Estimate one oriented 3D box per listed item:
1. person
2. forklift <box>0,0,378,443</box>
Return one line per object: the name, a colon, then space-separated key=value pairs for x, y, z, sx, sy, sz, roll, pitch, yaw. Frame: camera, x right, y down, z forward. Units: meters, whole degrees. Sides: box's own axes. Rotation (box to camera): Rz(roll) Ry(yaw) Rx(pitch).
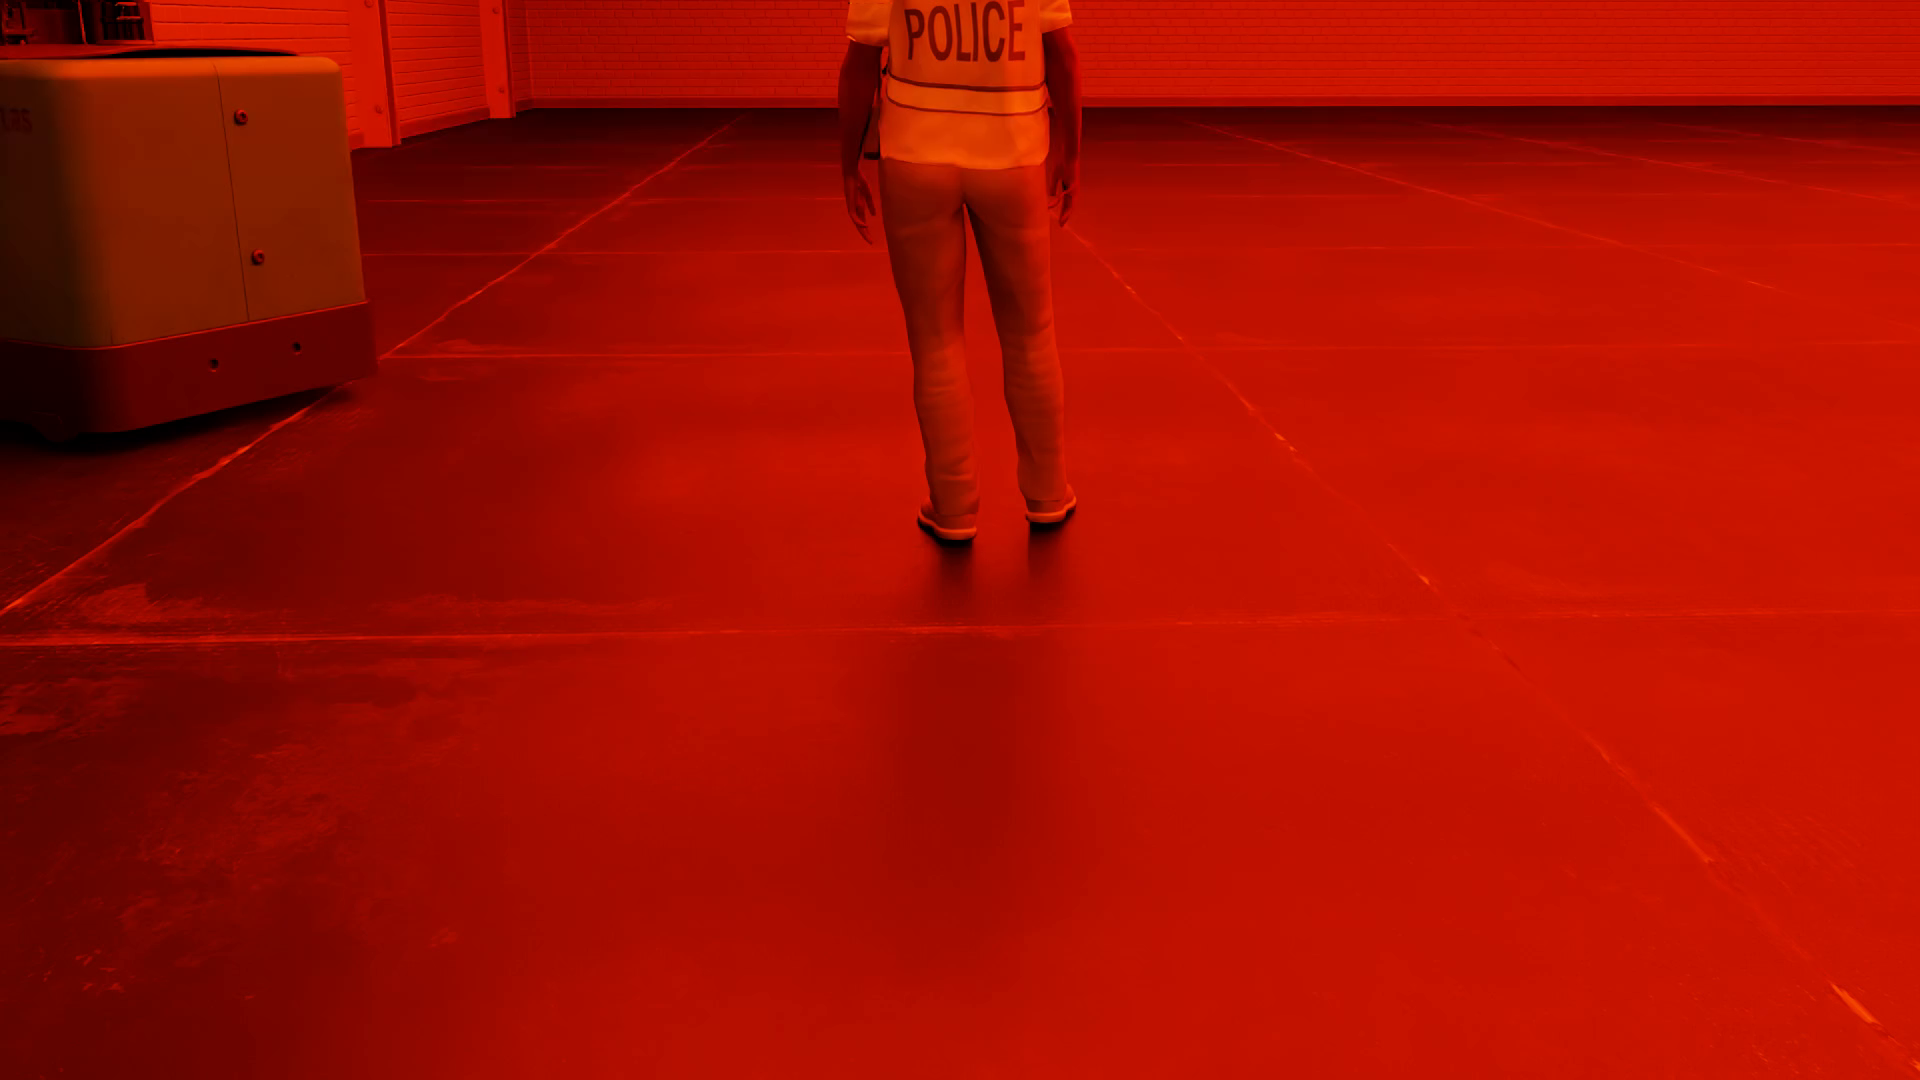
person: x=0.015 y=-0.840 z=3.741 sx=0.570 sy=1.697 sz=0.528 roll=-1 pitch=17 yaw=-3
forklift: x=-3.459 y=-1.963 z=5.324 sx=3.031 sy=2.935 sz=1.130 roll=9 pitch=19 yaw=27
